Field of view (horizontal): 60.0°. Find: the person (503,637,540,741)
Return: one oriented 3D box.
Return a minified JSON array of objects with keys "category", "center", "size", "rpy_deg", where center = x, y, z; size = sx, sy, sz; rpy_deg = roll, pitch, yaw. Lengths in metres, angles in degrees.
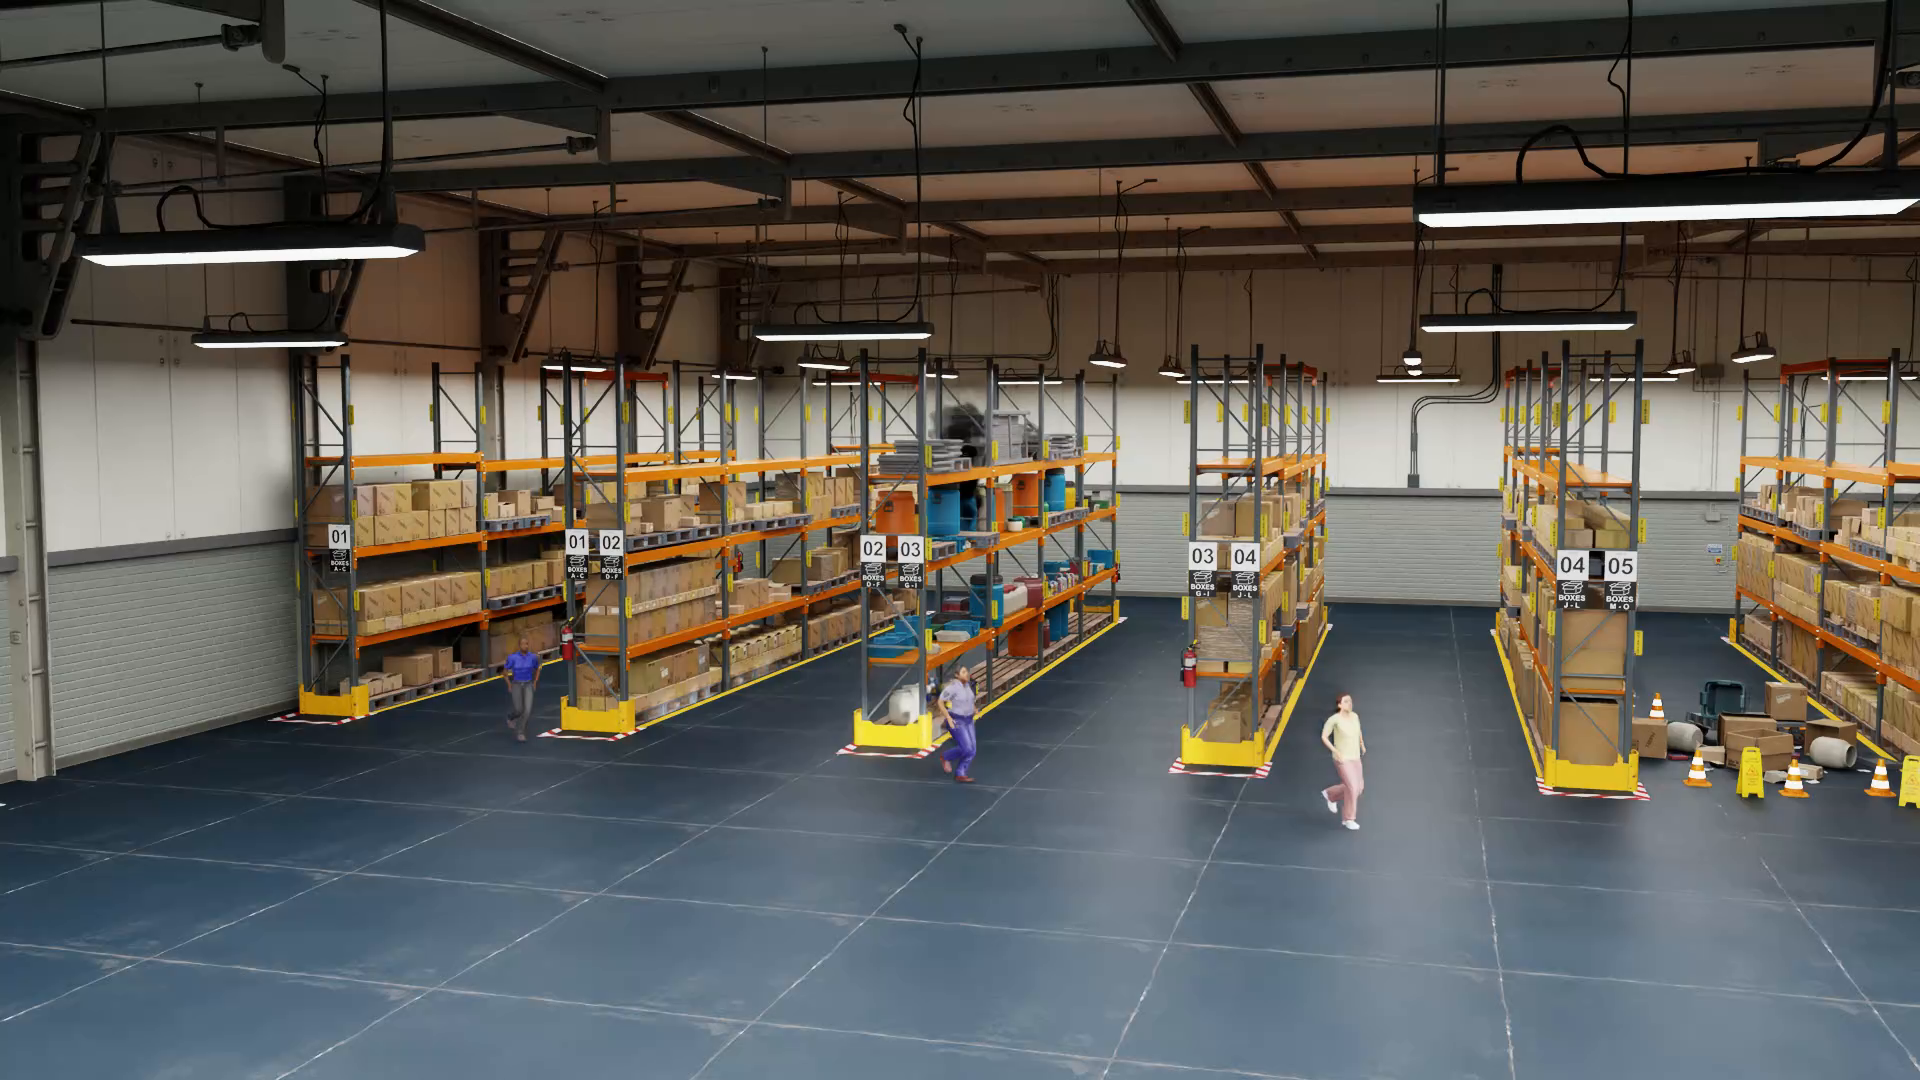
[{"category":"person","center":[-6.779,2.285,25.733],"size":[0.566,1.602,0.590],"rpy_deg":[-2,5,-29]}]

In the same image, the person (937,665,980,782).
[{"category":"person","center":[0.015,2.503,22.723],"size":[0.556,1.596,0.619],"rpy_deg":[3,5,35]}]

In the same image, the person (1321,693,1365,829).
[{"category":"person","center":[4.679,2.670,20.330],"size":[0.576,1.646,0.627],"rpy_deg":[-2,5,-28]}]
